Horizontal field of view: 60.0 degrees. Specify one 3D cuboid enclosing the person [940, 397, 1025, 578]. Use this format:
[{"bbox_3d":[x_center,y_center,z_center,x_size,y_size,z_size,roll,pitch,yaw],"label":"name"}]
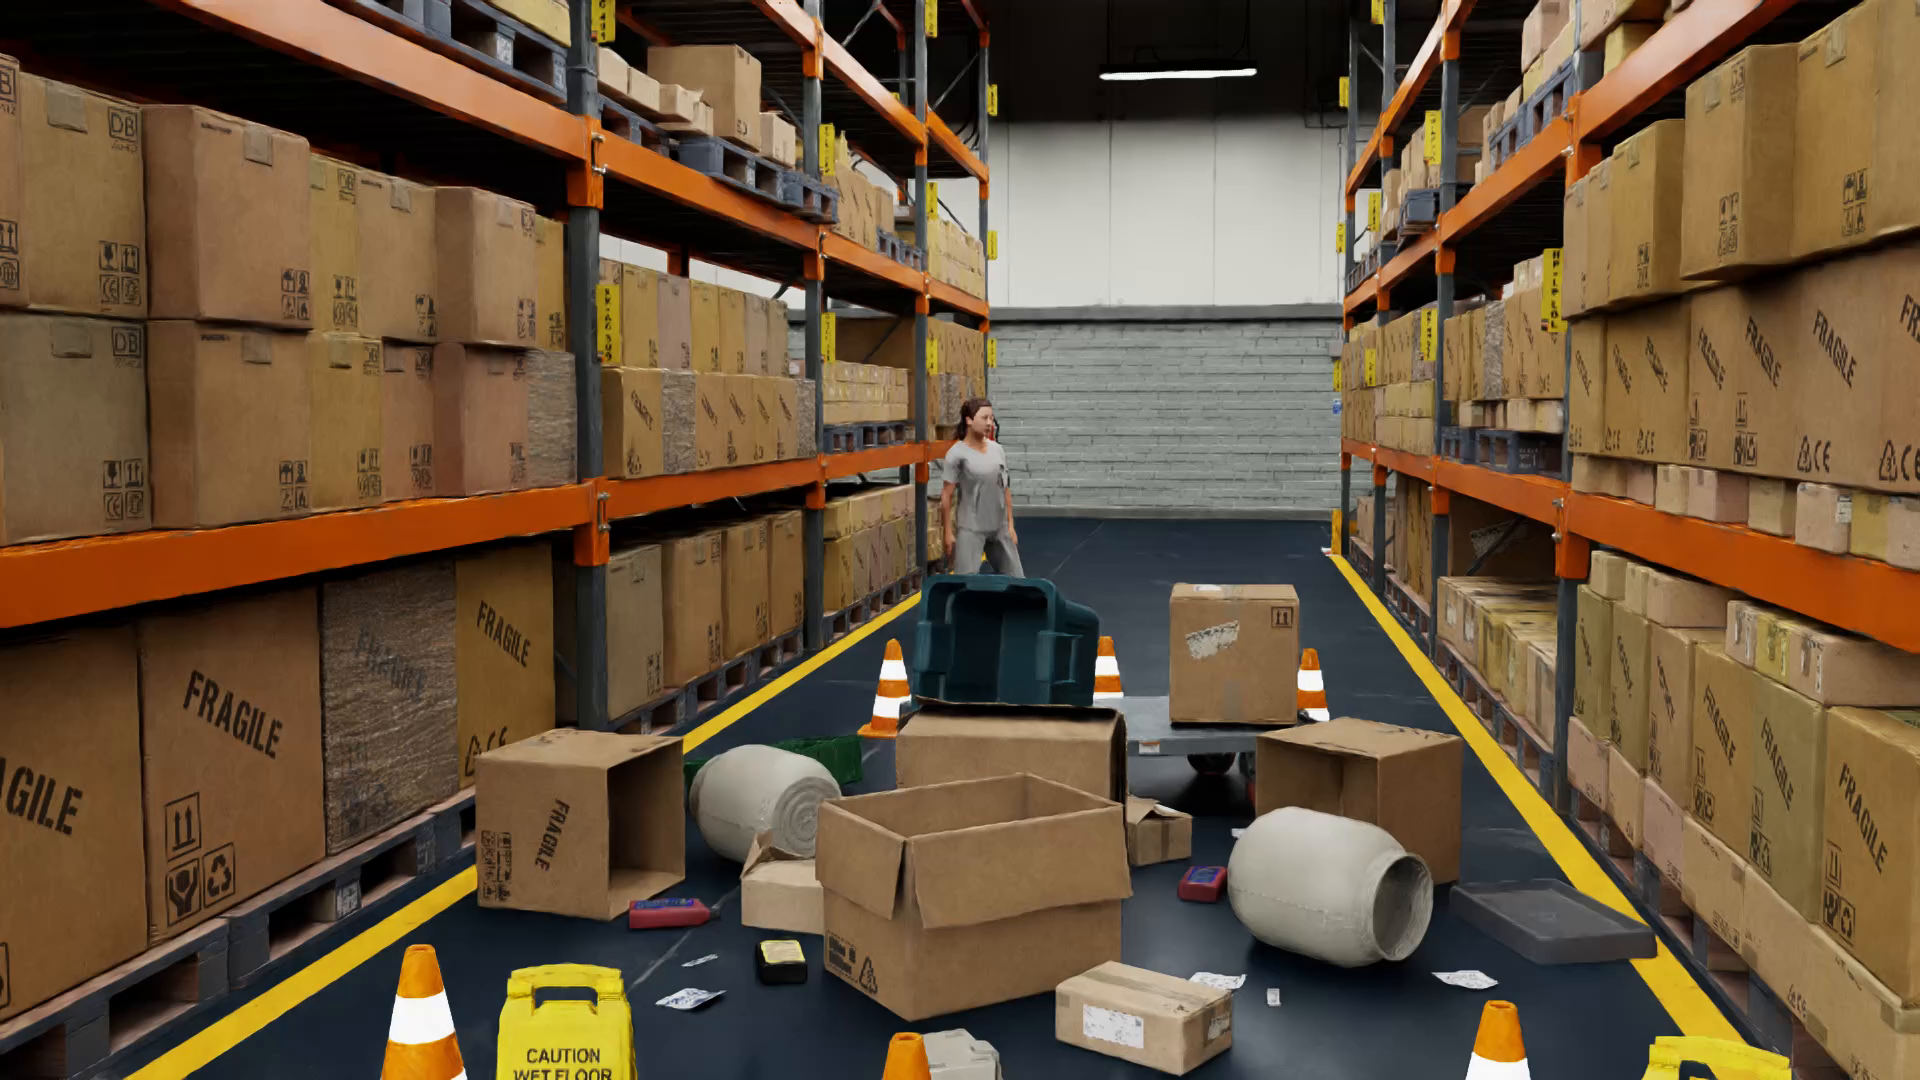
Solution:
[{"bbox_3d":[0.063,-0.052,10.320,0.602,1.665,0.585,-3,6,-37],"label":"person"}]
